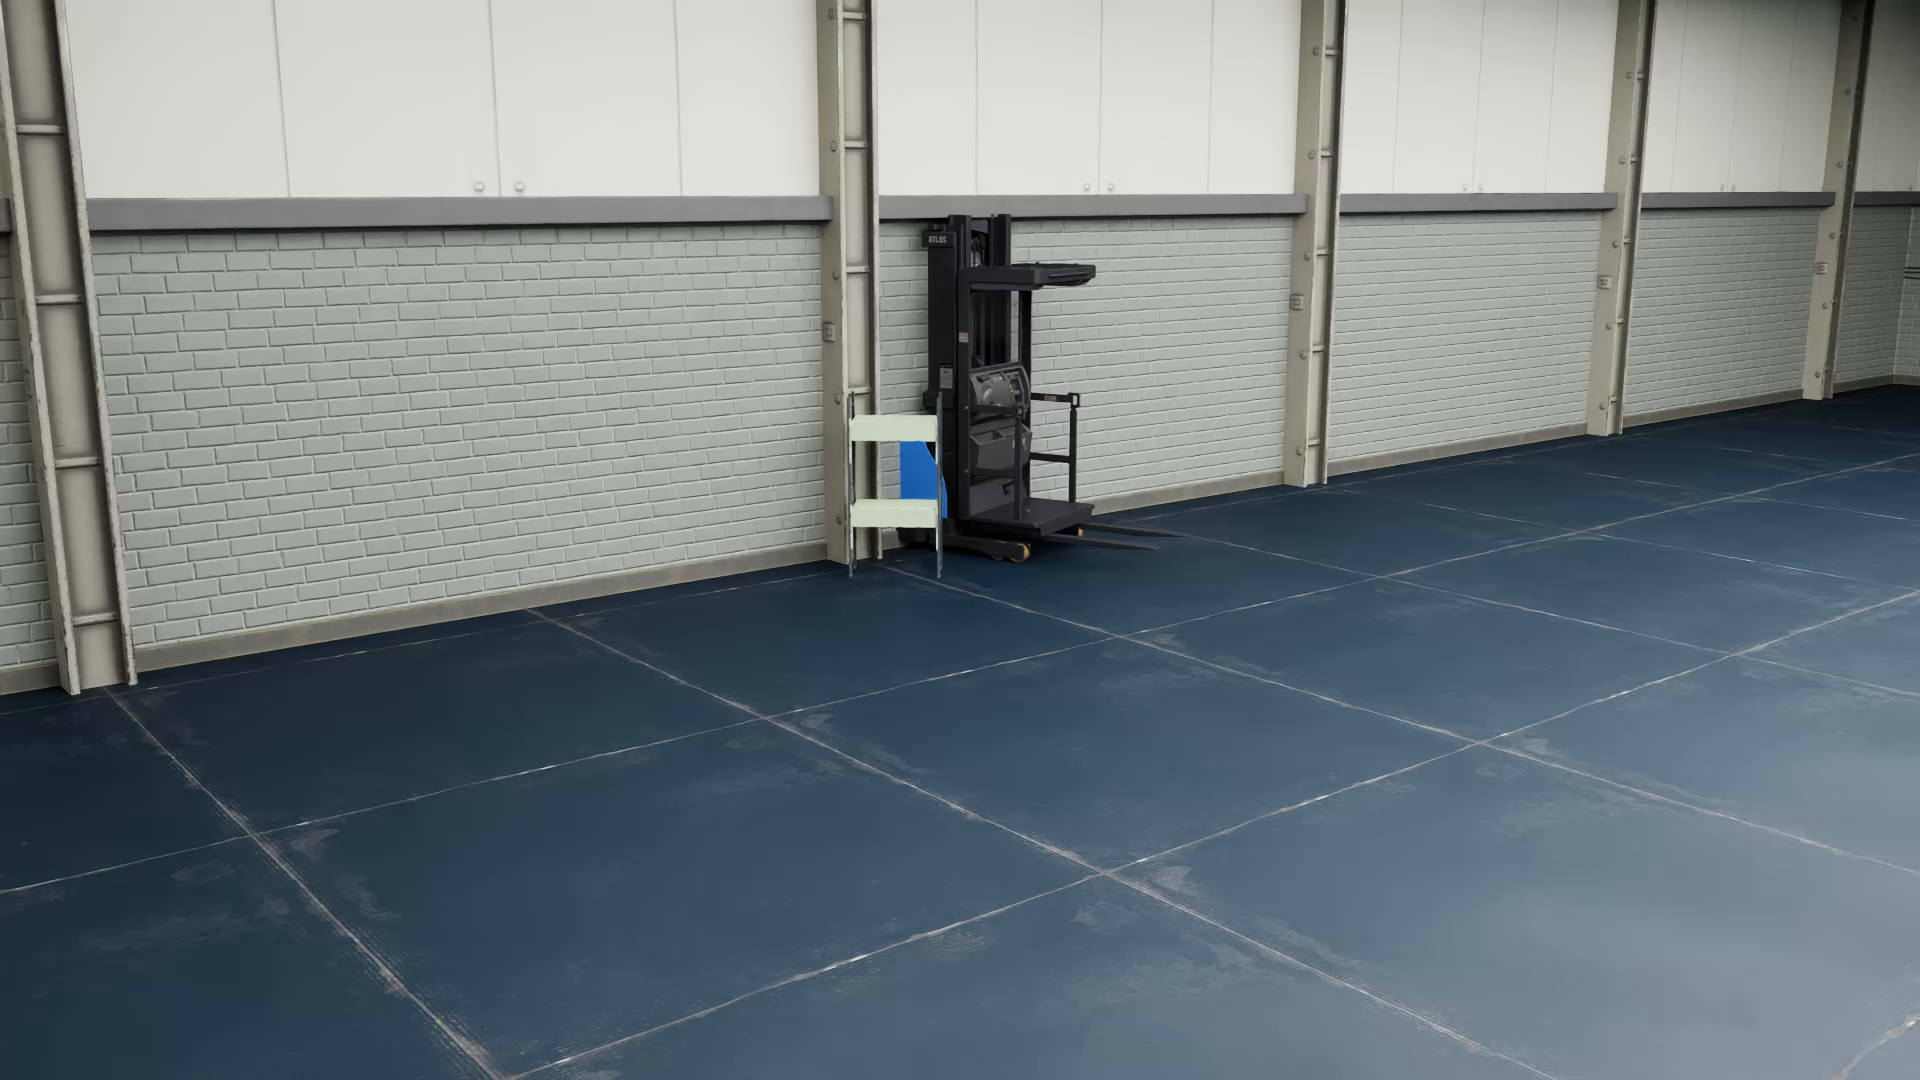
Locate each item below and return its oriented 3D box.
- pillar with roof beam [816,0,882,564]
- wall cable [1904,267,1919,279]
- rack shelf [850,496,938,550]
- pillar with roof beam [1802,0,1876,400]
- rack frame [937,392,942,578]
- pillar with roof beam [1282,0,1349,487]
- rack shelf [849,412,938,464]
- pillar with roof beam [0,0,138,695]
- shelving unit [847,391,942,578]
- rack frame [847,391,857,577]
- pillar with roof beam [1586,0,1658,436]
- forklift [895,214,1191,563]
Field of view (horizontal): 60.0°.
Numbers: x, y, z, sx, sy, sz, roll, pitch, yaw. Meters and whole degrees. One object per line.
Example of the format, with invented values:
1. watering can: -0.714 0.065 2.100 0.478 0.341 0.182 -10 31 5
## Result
1. pillar with roof beam: 1.765 -3.544 10.278 0.400 9.000 9.100 -9 15 -38
2. wall cable: 16.258 -5.227 25.678 0.112 2.526 3.097 -9 15 -38
3. rack shelf: -0.535 -0.146 13.898 0.720 0.370 0.431 0 12 2
4. pillar with roof beam: 15.821 -5.880 21.277 0.400 9.000 9.100 -9 15 -38
5. rack frame: -0.170 -0.462 13.816 0.023 1.500 0.400 0 12 2
6. pillar with roof beam: 6.451 -4.323 13.944 0.400 9.000 9.100 -9 15 -38
7. rack shelf: -0.535 -0.847 13.749 0.720 0.370 0.431 0 12 2
8. pillar with roof beam: -2.920 -2.766 6.611 0.400 9.000 9.100 -9 15 -38
9. shelving unit: -0.535 -0.465 13.830 0.755 1.500 0.431 0 12 2
10. rack frame: -0.901 -0.468 13.844 0.023 1.500 0.400 0 12 2
11. pillar with roof beam: 11.136 -5.102 17.611 0.400 9.000 9.100 -9 15 -38
12. forklift: 0.534 -1.364 14.619 3.031 2.935 1.130 7 14 31
